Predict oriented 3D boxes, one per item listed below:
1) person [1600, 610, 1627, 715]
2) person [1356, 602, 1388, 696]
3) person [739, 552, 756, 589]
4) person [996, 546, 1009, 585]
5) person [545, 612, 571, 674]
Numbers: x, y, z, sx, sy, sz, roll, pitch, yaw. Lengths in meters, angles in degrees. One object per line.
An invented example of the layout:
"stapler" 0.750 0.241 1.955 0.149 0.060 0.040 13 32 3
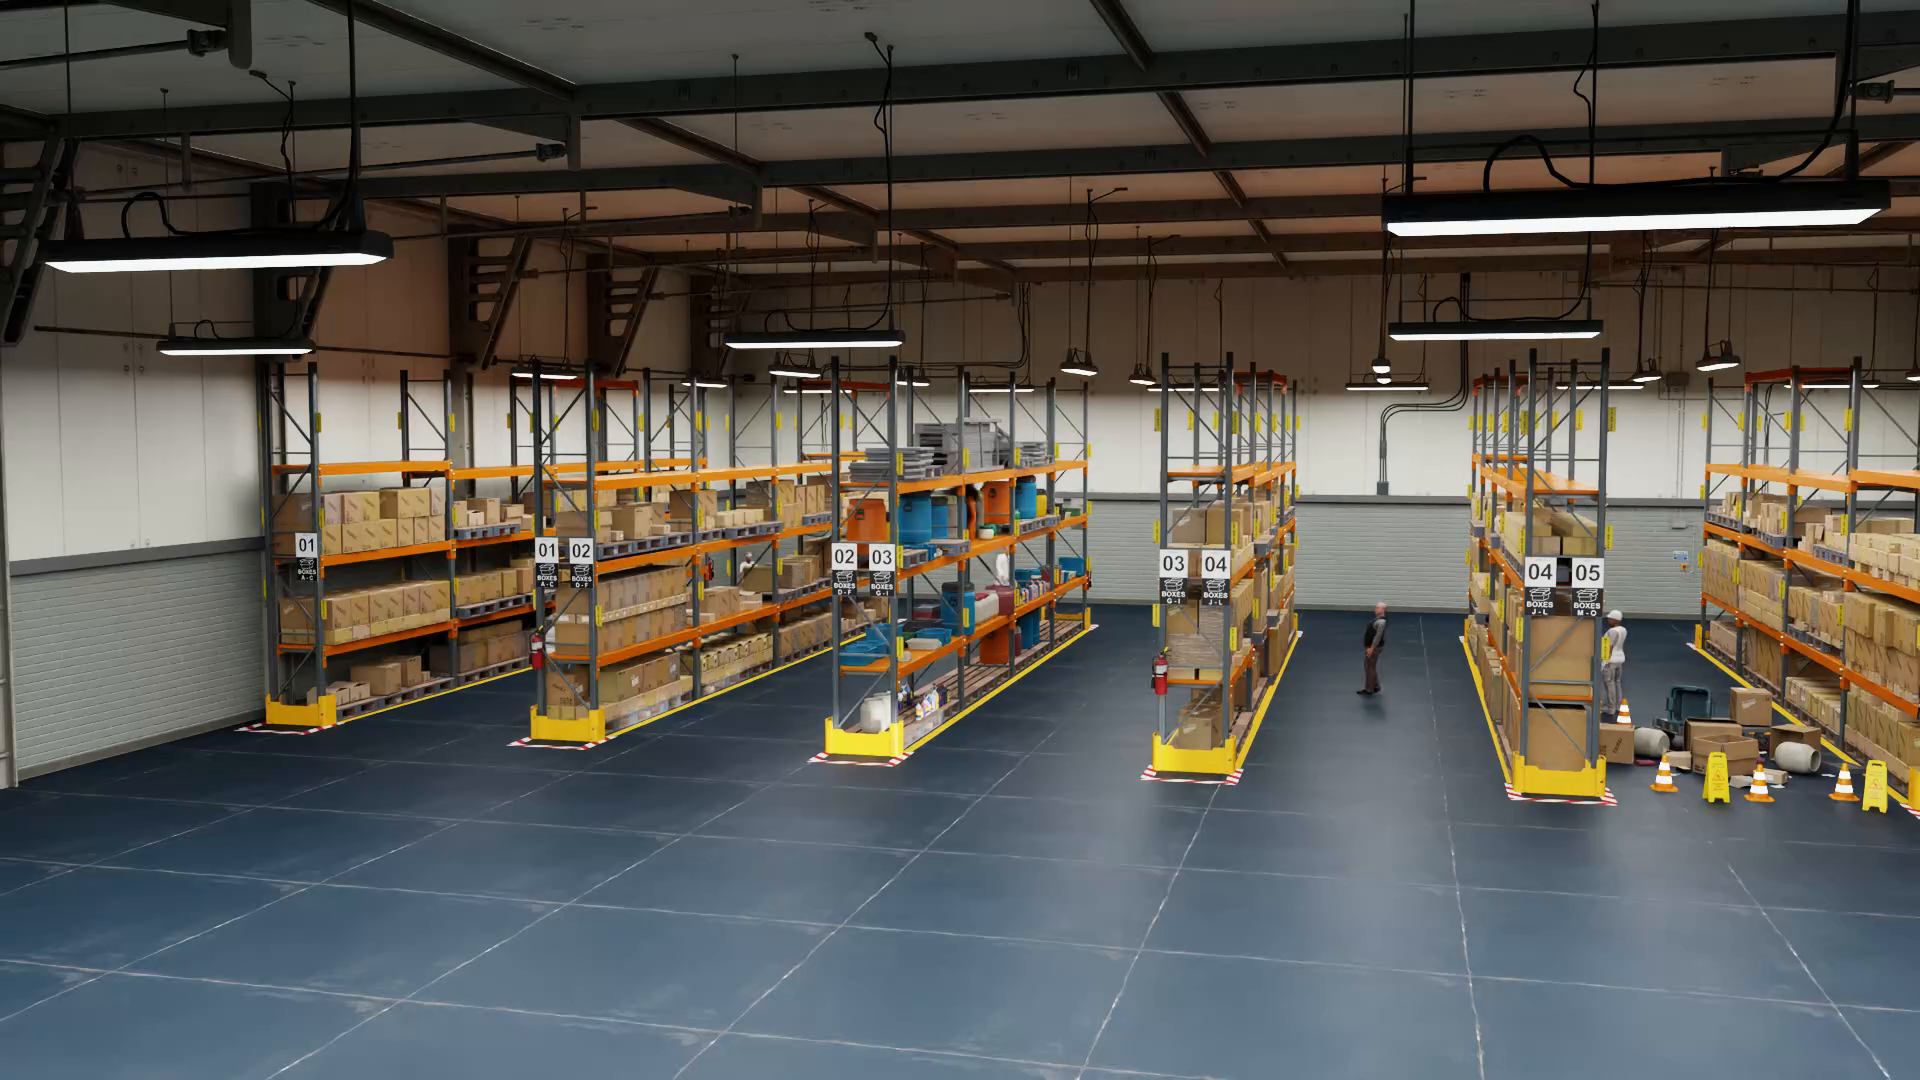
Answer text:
"person" 11.224 2.096 28.710 0.641 1.787 0.527 -3 5 -33
"person" 7.565 2.006 30.517 0.550 1.733 0.598 1 4 19
"person" -5.535 1.127 43.429 0.433 1.646 0.959 1 4 8
"person" 1.209 0.988 44.823 1.075 1.734 0.637 3 5 33
"person" -7.141 2.139 29.354 0.479 1.737 0.616 -1 4 -19
